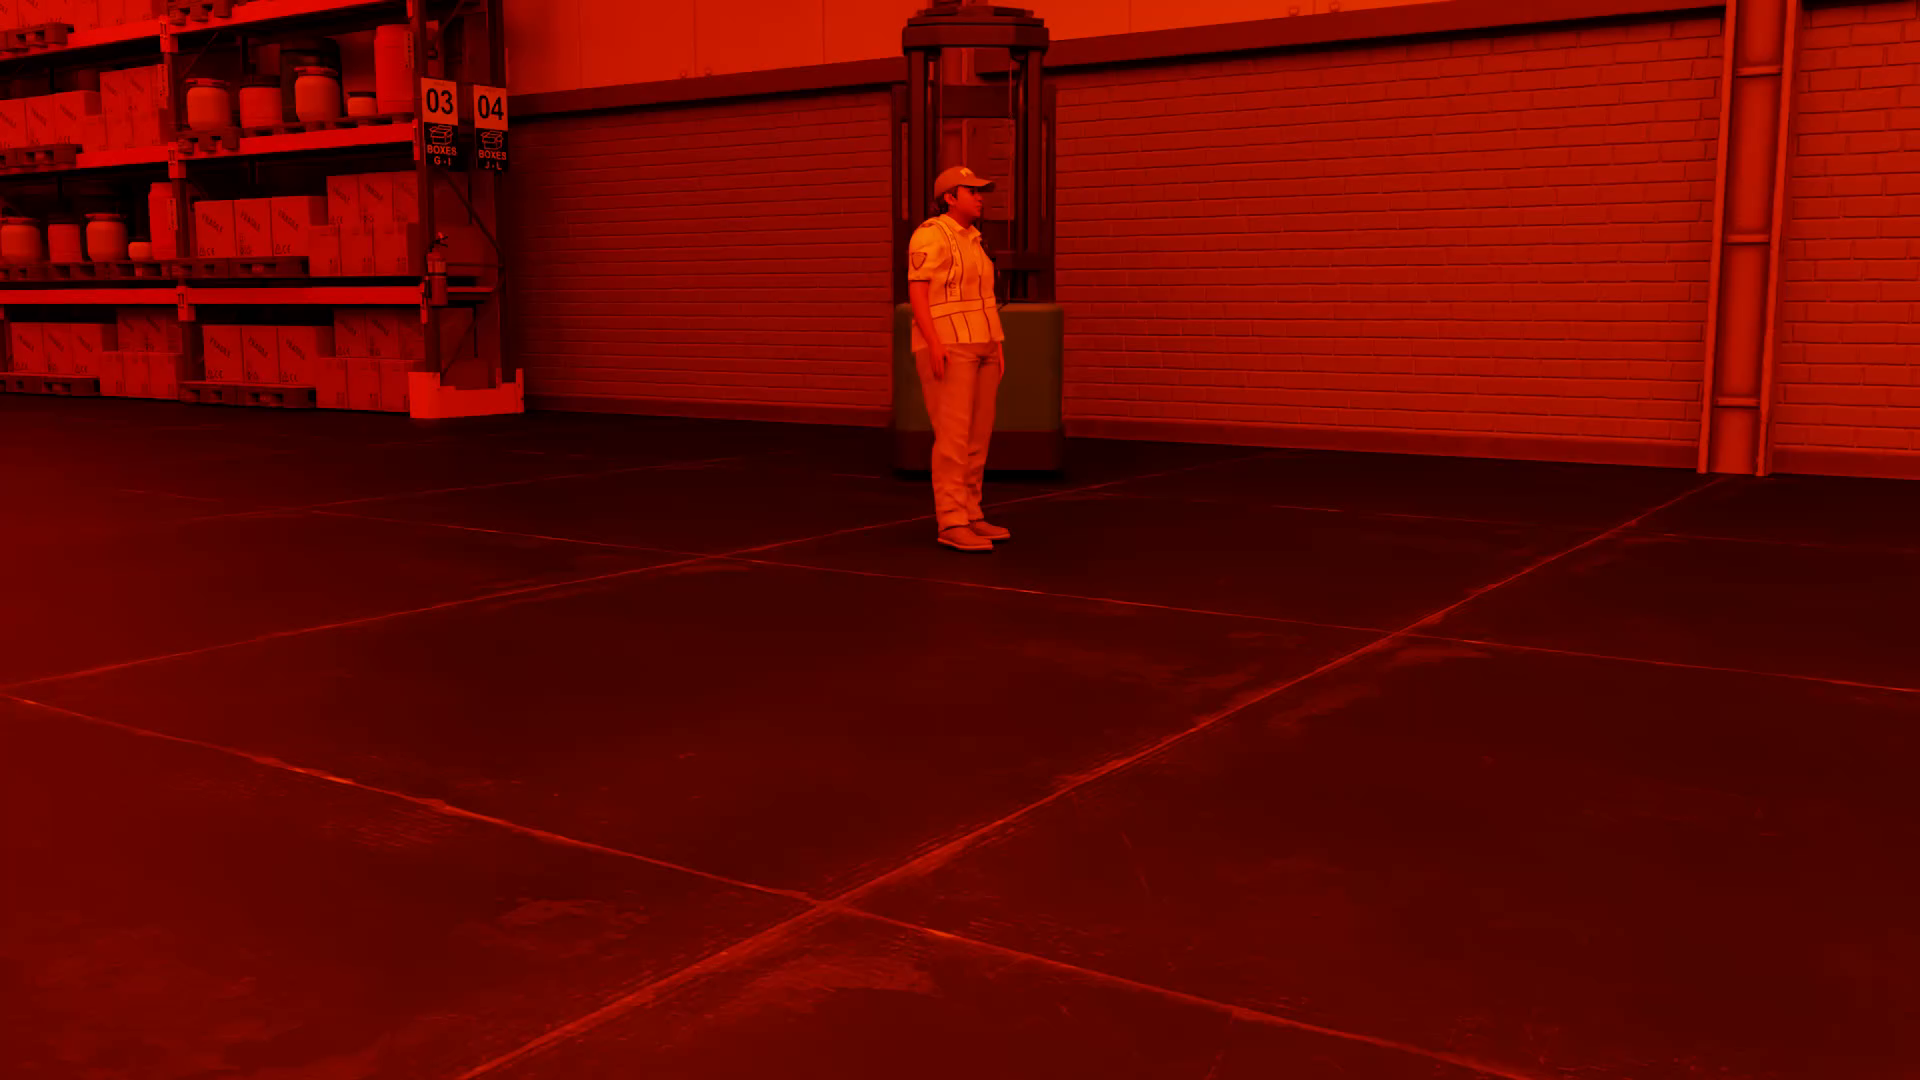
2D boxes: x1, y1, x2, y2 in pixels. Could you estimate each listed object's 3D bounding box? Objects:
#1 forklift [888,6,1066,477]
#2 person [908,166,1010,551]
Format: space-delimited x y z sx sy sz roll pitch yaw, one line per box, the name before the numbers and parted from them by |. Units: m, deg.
forklift | 0.088 -2.015 11.363 1.130 2.935 3.031 0 8 -1
person | 0.051 -0.823 7.423 0.527 1.670 0.598 5 10 34
